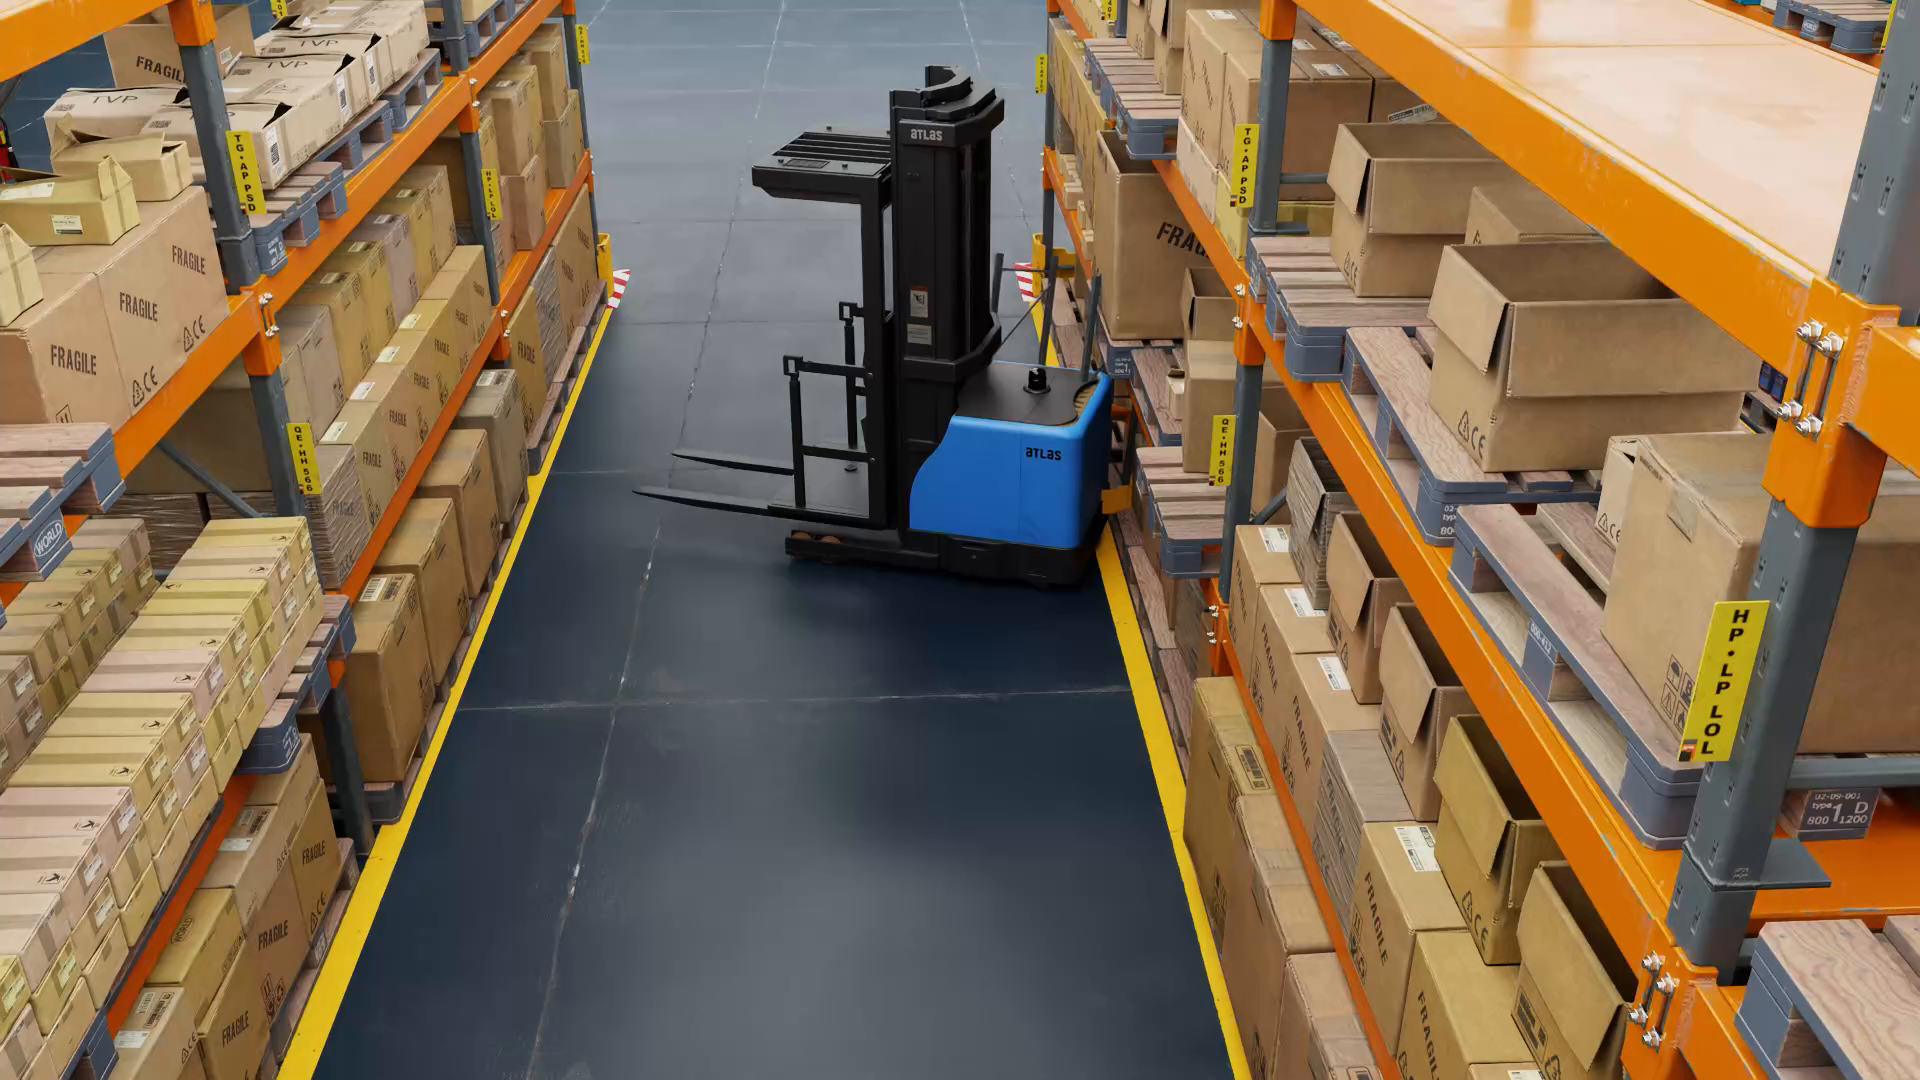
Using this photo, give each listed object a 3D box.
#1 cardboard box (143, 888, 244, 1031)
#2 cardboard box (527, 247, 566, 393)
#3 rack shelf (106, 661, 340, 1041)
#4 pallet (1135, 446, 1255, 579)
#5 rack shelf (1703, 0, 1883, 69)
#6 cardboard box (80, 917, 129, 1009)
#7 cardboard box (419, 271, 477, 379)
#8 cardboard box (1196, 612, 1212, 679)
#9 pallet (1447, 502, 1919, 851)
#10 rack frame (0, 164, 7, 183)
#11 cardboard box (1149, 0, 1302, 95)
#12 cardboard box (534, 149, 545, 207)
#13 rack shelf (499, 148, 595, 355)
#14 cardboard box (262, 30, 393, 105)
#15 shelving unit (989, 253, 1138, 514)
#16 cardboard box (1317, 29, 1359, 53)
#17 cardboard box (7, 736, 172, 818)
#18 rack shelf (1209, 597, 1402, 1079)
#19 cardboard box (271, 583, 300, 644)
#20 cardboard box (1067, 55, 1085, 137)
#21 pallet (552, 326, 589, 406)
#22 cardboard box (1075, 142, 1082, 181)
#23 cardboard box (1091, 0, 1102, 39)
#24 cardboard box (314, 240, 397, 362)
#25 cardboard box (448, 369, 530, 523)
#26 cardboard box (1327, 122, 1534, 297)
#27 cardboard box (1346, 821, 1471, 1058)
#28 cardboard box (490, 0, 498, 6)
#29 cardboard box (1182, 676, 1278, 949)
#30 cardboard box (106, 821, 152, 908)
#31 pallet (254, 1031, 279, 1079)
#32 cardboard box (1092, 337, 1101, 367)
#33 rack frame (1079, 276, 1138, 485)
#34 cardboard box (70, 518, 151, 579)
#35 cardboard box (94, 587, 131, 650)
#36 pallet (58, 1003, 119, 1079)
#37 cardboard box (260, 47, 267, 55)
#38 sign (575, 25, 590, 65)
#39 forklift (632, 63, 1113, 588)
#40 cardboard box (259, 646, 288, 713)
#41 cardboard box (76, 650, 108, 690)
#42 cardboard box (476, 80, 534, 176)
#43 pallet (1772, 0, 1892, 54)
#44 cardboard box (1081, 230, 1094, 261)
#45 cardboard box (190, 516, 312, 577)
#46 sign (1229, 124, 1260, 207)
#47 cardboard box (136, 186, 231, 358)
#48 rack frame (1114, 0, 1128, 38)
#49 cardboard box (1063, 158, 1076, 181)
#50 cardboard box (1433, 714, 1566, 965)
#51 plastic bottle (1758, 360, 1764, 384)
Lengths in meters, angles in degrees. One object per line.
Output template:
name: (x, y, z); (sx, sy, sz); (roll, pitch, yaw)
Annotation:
cardboard box: (-2.954, 1.523, 6.024); (0.500, 0.250, 0.500); (-1, 28, -1)
cardboard box: (-3.522, -1.644, 12.501); (0.875, 0.875, 0.875); (-1, 28, -2)
rack shelf: (-3.195, 1.399, 5.603); (1.077, 0.370, 4.000); (-1, 28, -3)
pallet: (1.515, -0.159, 8.018); (1.213, 0.211, 1.003); (-1, 28, -3)
rack shelf: (6.292, -3.819, 12.362); (1.077, 0.370, 4.000); (-1, 28, -3)
cardboard box: (-2.707, 1.258, 4.911); (0.380, 0.149, 0.250); (-3, 28, -5)
cardboard box: (-3.188, -1.268, 9.829); (0.500, 0.500, 0.500); (-2, 28, -3)
cardboard box: (1.604, 0.687, 8.416); (0.700, 0.500, 0.500); (-3, 28, -5)
pallet: (1.771, 0.263, 3.966); (0.805, 0.209, 1.217); (-2, 28, -5)
rack frame: (-8.655, -3.372, 13.972); (1.000, 3.000, 0.127); (-1, 28, -3)
cardboard box: (1.426, -2.672, 8.820); (0.797, 0.503, 0.637); (0, 28, -1)
cardboard box: (-3.629, -2.676, 12.475); (0.875, 0.550, 0.500); (-1, 28, -3)
rack shelf: (-3.613, -2.296, 12.686); (1.077, 0.370, 4.000); (-1, 28, -3)
cardboard box: (-3.197, -2.408, 8.414); (0.500, 0.311, 0.500); (-2, 28, -5)
shelving unit: (0.657, -1.028, 10.796); (0.587, 1.500, 1.083); (-4, 18, -35)
cardboard box: (1.868, -1.971, 7.392); (0.500, 0.500, 0.500); (-1, 28, -2)
cardboard box: (-2.738, 0.750, 5.242); (0.380, 0.149, 0.250); (-1, 28, -1)
rack shelf: (1.763, 1.325, 5.743); (1.077, 0.370, 4.000); (-1, 28, -3)
cardboard box: (-2.803, 0.290, 6.447); (0.380, 0.149, 0.250); (0, 28, -1)
cardboard box: (1.077, -3.278, 12.280); (0.500, 0.500, 0.500); (-1, 28, -3)
pallet: (-3.537, -1.373, 13.154); (1.003, 0.211, 1.213); (-1, 28, -3)
cardboard box: (1.371, -3.073, 12.969); (0.875, 0.500, 0.500); (-1, 28, -3)
cardboard box: (1.149, -3.474, 11.085); (0.500, 0.250, 0.500); (-1, 28, -1)
cardboard box: (-3.397, -1.246, 8.705); (0.700, 0.500, 0.500); (-2, 28, -3)
cardboard box: (-3.386, -0.596, 10.627); (1.050, 0.750, 0.750); (-2, 28, -3)
cardboard box: (1.763, -1.199, 5.996); (0.797, 0.503, 0.637); (0, 28, 0)
cardboard box: (1.517, 1.207, 5.085); (0.500, 0.500, 0.500); (-2, 28, -3)
cardboard box: (-3.215, -3.552, 10.782); (0.380, 0.149, 0.250); (-1, 28, -3)
cardboard box: (1.674, 1.158, 7.130); (1.225, 0.875, 0.875); (-3, 28, -5)
cardboard box: (-2.725, 0.998, 5.089); (0.380, 0.149, 0.250); (-2, 28, -4)
pallet: (-3.200, 2.315, 6.083); (1.003, 0.211, 1.213); (-1, 28, -3)
cardboard box: (1.321, -1.577, 12.779); (0.500, 0.500, 0.500); (-4, 28, -7)
rack frame: (0.937, -0.893, 10.405); (0.500, 1.500, 0.032); (-4, 18, -35)
cardboard box: (-3.469, 0.037, 6.609); (0.380, 0.149, 0.250); (-1, 28, -3)
cardboard box: (-3.459, 0.303, 6.422); (0.380, 0.149, 0.250); (0, 28, 0)
pallet: (-2.985, 1.732, 4.393); (1.003, 0.211, 1.213); (-1, 28, -3)
cardboard box: (-3.622, -2.323, 8.300); (0.396, 0.266, 0.258); (-1, 28, -3)
sign: (-3.175, -4.164, 13.981); (0.100, 0.325, 0.005); (-1, 28, -3)
forklift: (-0.604, -1.379, 10.225); (3.031, 2.935, 1.130); (8, 28, 14)
cardboard box: (-2.790, 0.531, 6.305); (0.380, 0.149, 0.250); (-1, 28, -2)
cardboard box: (-3.449, 0.541, 6.286); (0.380, 0.149, 0.250); (0, 28, 0)
cardboard box: (-3.529, -2.912, 11.759); (0.875, 0.550, 0.550); (-1, 28, -3)
pallet: (6.261, -3.461, 11.103); (1.213, 0.211, 1.003); (-1, 28, -3)
cardboard box: (1.064, -2.091, 11.786); (0.380, 0.149, 0.250); (-1, 28, -3)
cardboard box: (-2.816, 0.033, 6.618); (0.380, 0.149, 0.250); (-2, 28, -5)
sign: (1.117, -1.464, 6.511); (0.100, 0.325, 0.005); (-1, 28, -3)
cardboard box: (-3.016, -0.961, 5.997); (0.500, 0.500, 0.500); (-1, 28, -3)
rack frame: (1.450, -4.424, 9.502); (1.000, 3.000, 0.127); (-1, 28, -3)
cardboard box: (1.044, -3.016, 13.561); (0.380, 0.149, 0.250); (-1, 28, -3)
cardboard box: (1.802, 0.829, 4.724); (0.797, 0.503, 0.637); (-1, 28, -2)
plastic bottle: (6.015, -1.328, 12.514); (0.061, 0.283, 0.133); (0, 28, 1)
